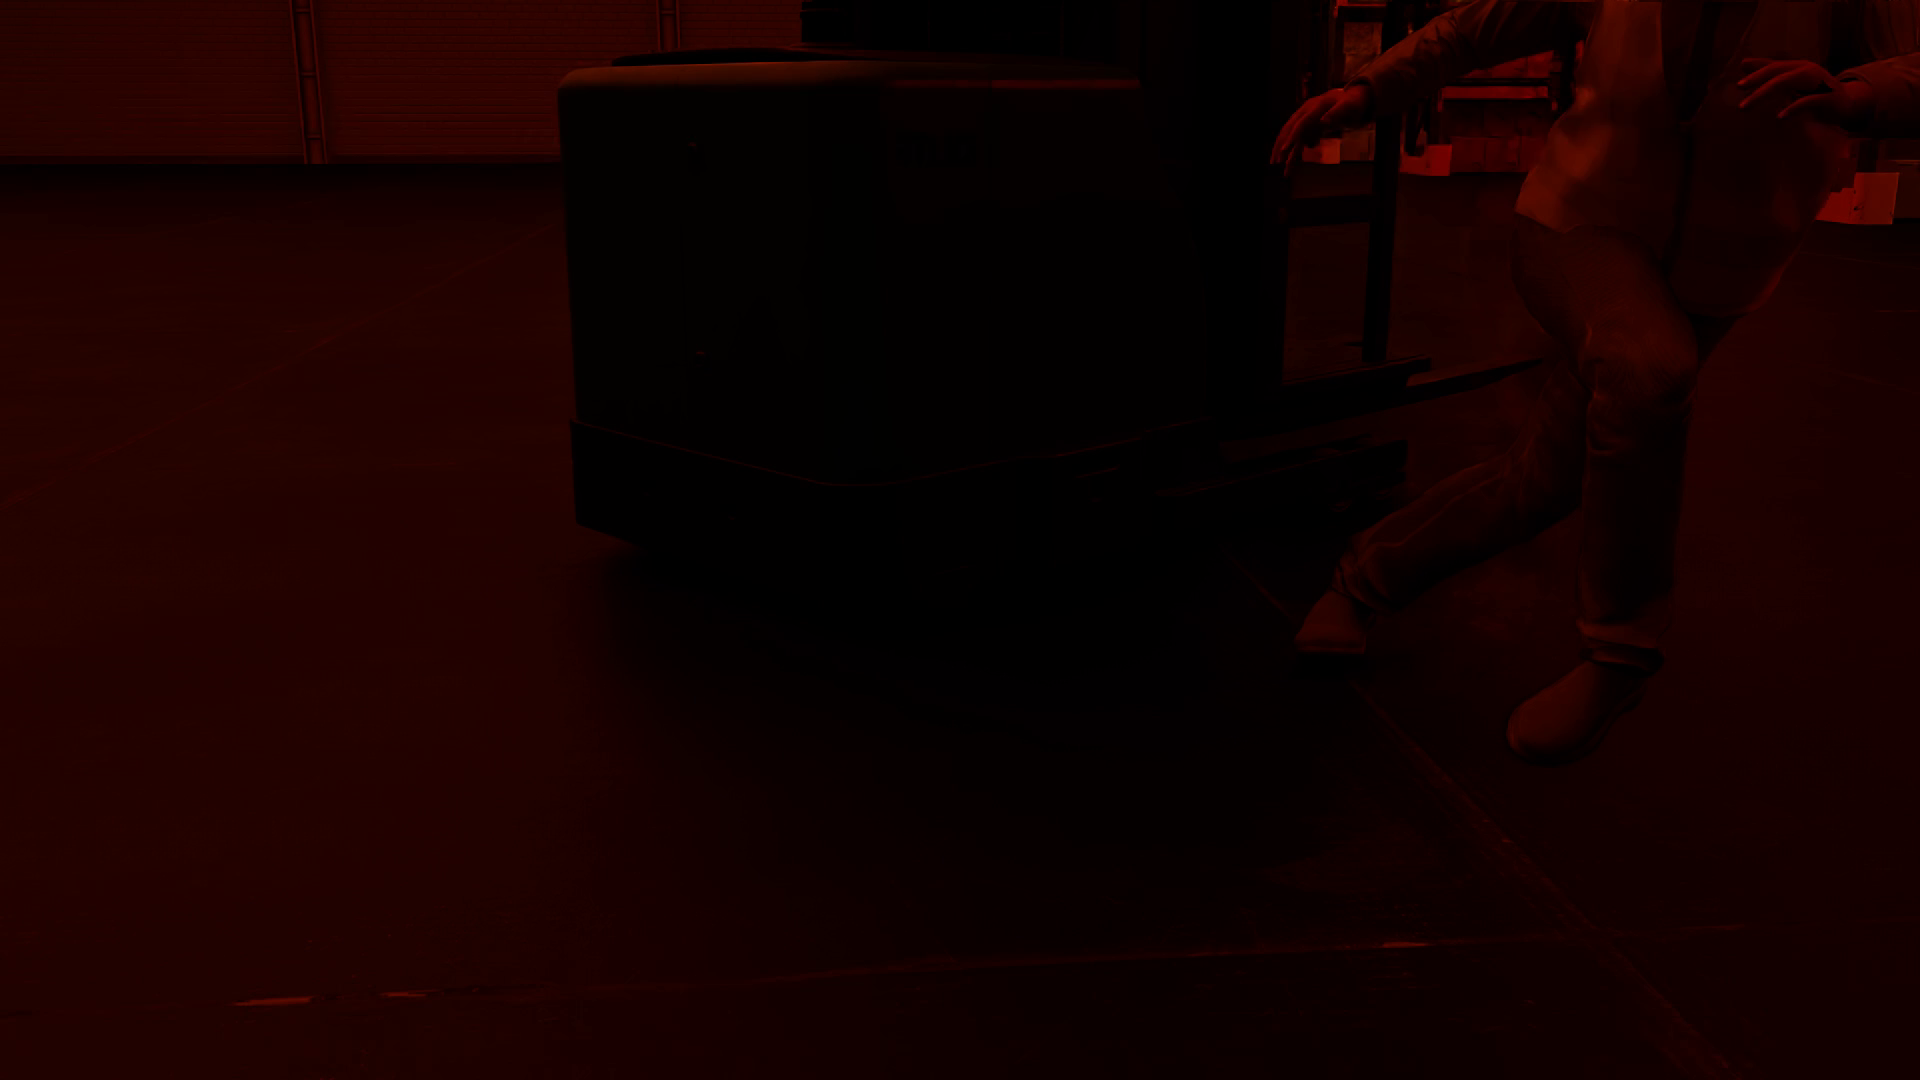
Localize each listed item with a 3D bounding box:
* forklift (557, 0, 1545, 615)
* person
[{"bbox_3d":[0.526,-1.569,4.140,3.031,2.935,1.130,-14,20,-42],"label":"forklift"},{"bbox_3d":[0.953,-0.437,2.544,0.960,1.519,0.929,3,15,12],"label":"person"}]
